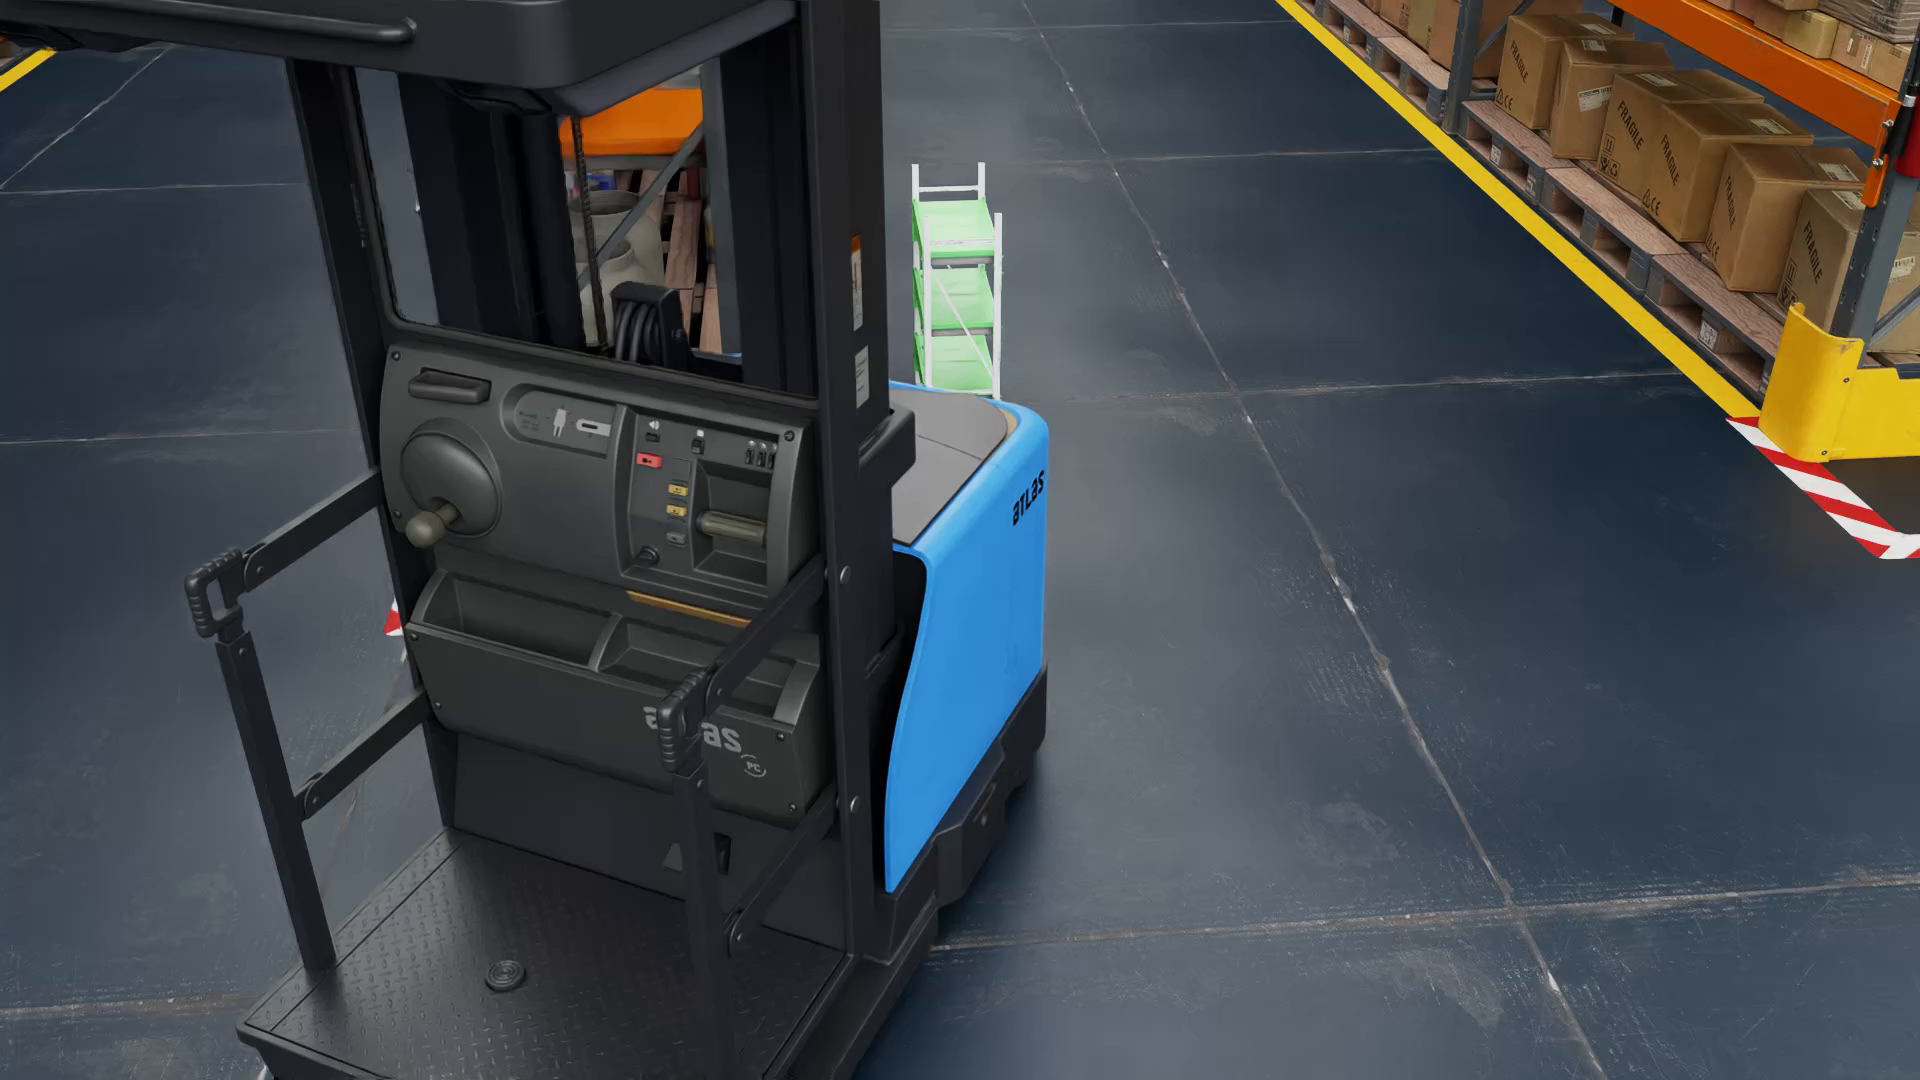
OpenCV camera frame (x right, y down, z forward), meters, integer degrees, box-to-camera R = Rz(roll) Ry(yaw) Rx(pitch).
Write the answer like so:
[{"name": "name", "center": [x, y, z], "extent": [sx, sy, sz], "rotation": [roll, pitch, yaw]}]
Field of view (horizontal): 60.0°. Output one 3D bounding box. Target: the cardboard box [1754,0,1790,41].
[{"name": "cardboard box", "center": [3.371, -2.062, 6.522], "extent": [0.380, 0.149, 0.250], "rotation": [-3, 31, -5]}]

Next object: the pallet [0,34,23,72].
[{"name": "pallet", "center": [-6.753, -3.024, 10.607], "extent": [1.003, 0.211, 1.213], "rotation": [-3, 31, -5]}]

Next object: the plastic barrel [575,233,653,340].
[{"name": "plastic barrel", "center": [-1.360, -0.860, 6.282], "extent": [0.421, 0.512, 0.421], "rotation": [0, 31, 0]}]

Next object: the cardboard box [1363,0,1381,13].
[{"name": "cardboard box", "center": [3.168, -3.940, 11.430], "extent": [0.700, 0.500, 0.500], "rotation": [0, 31, 0]}]

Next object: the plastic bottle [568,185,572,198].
[{"name": "plastic bottle", "center": [-1.827, -1.482, 7.533], "extent": [0.152, 0.276, 0.135], "rotation": [-3, 31, -4]}]

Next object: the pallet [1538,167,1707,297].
[{"name": "pallet", "center": [3.550, -1.533, 8.110], "extent": [1.003, 0.211, 1.213], "rotation": [-3, 31, -5]}]

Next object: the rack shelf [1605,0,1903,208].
[{"name": "rack shelf", "center": [3.522, -2.365, 7.486], "extent": [1.077, 0.370, 4.000], "rotation": [-3, 31, -5]}]

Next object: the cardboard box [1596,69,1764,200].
[{"name": "cardboard box", "center": [3.530, -1.991, 8.186], "extent": [0.500, 0.500, 0.500], "rotation": [-5, 31, -9]}]

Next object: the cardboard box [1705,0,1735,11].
[{"name": "cardboard box", "center": [3.343, -2.318, 6.951], "extent": [0.380, 0.149, 0.250], "rotation": [-3, 31, -5]}]

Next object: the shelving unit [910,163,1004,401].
[{"name": "shelving unit", "center": [-0.015, -0.600, 5.584], "extent": [0.258, 1.200, 0.503], "rotation": [-3, 31, -5]}]

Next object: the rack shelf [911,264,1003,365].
[{"name": "rack shelf", "center": [-0.015, -0.751, 5.494], "extent": [0.258, 0.148, 0.480], "rotation": [-3, 31, -5]}]

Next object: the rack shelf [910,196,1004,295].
[{"name": "rack shelf", "center": [-0.015, -0.957, 5.370], "extent": [0.258, 0.148, 0.480], "rotation": [-3, 31, -5]}]

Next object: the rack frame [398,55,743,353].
[{"name": "rack frame", "center": [-1.223, -1.416, 5.195], "extent": [1.000, 3.000, 0.127], "rotation": [-3, 31, -5]}]

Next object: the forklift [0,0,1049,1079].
[{"name": "forklift", "center": [-0.804, -0.074, 3.015], "extent": [1.130, 2.935, 3.031], "rotation": [12, 33, 20]}]

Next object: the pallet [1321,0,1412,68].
[{"name": "pallet", "center": [3.144, -3.520, 11.437], "extent": [1.003, 0.211, 1.213], "rotation": [-3, 31, -5]}]

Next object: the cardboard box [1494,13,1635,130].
[{"name": "cardboard box", "center": [3.332, -2.596, 9.200], "extent": [0.500, 0.500, 0.500], "rotation": [-4, 31, -6]}]

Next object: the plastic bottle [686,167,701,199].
[{"name": "plastic bottle", "center": [-1.296, -1.814, 8.082], "extent": [0.061, 0.283, 0.133], "rotation": [-3, 31, -5]}]

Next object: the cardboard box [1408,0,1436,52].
[{"name": "cardboard box", "center": [3.273, -3.370, 10.475], "extent": [0.700, 0.500, 0.500], "rotation": [-3, 31, -5]}]

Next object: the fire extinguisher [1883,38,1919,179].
[{"name": "fire extinguisher", "center": [3.261, -1.539, 5.477], "extent": [0.296, 0.674, 0.183], "rotation": [-3, 31, -5]}]

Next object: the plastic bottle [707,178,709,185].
[{"name": "plastic bottle", "center": [-1.123, -1.600, 7.735], "extent": [0.097, 0.271, 0.097], "rotation": [0, 31, 0]}]

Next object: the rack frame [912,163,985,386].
[{"name": "rack frame", "center": [-0.038, -0.724, 5.792], "extent": [0.240, 1.200, 0.015], "rotation": [-3, 31, -5]}]

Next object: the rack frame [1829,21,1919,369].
[{"name": "rack frame", "center": [3.709, -1.653, 5.592], "extent": [1.000, 3.000, 0.127], "rotation": [-3, 31, -5]}]

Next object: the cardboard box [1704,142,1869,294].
[{"name": "cardboard box", "center": [3.577, -1.383, 7.169], "extent": [0.500, 0.500, 0.500], "rotation": [5, 31, 8]}]

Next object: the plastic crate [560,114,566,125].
[{"name": "plastic crate", "center": [-1.567, -1.593, 5.637], "extent": [0.499, 0.251, 0.616], "rotation": [-3, 31, -5]}]

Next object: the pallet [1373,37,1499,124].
[{"name": "pallet", "center": [3.261, -2.896, 10.392], "extent": [1.003, 0.211, 1.213], "rotation": [-3, 31, -5]}]

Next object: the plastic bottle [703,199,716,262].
[{"name": "plastic bottle", "center": [-1.082, -1.374, 7.357], "extent": [0.097, 0.271, 0.097], "rotation": [0, 31, 0]}]

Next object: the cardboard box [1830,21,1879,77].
[{"name": "cardboard box", "center": [3.454, -1.809, 6.098], "extent": [0.380, 0.149, 0.250], "rotation": [-3, 31, -5]}]

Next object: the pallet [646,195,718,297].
[{"name": "pallet", "center": [-1.458, -1.292, 7.707], "extent": [1.003, 0.211, 1.213], "rotation": [-3, 31, -5]}]

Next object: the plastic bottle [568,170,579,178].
[{"name": "plastic bottle", "center": [-1.859, -1.669, 7.774], "extent": [0.144, 0.351, 0.185], "rotation": [-2, 31, -3]}]

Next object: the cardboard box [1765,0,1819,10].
[{"name": "cardboard box", "center": [3.518, -2.355, 6.381], "extent": [0.875, 0.500, 0.500], "rotation": [-3, 31, -5]}]

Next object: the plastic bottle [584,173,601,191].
[{"name": "plastic bottle", "center": [-1.743, -1.633, 7.859], "extent": [0.097, 0.201, 0.097], "rotation": [0, 31, 0]}]

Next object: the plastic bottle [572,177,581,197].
[{"name": "plastic bottle", "center": [-1.721, -1.491, 7.540], "extent": [0.061, 0.283, 0.133], "rotation": [-3, 31, -5]}]
